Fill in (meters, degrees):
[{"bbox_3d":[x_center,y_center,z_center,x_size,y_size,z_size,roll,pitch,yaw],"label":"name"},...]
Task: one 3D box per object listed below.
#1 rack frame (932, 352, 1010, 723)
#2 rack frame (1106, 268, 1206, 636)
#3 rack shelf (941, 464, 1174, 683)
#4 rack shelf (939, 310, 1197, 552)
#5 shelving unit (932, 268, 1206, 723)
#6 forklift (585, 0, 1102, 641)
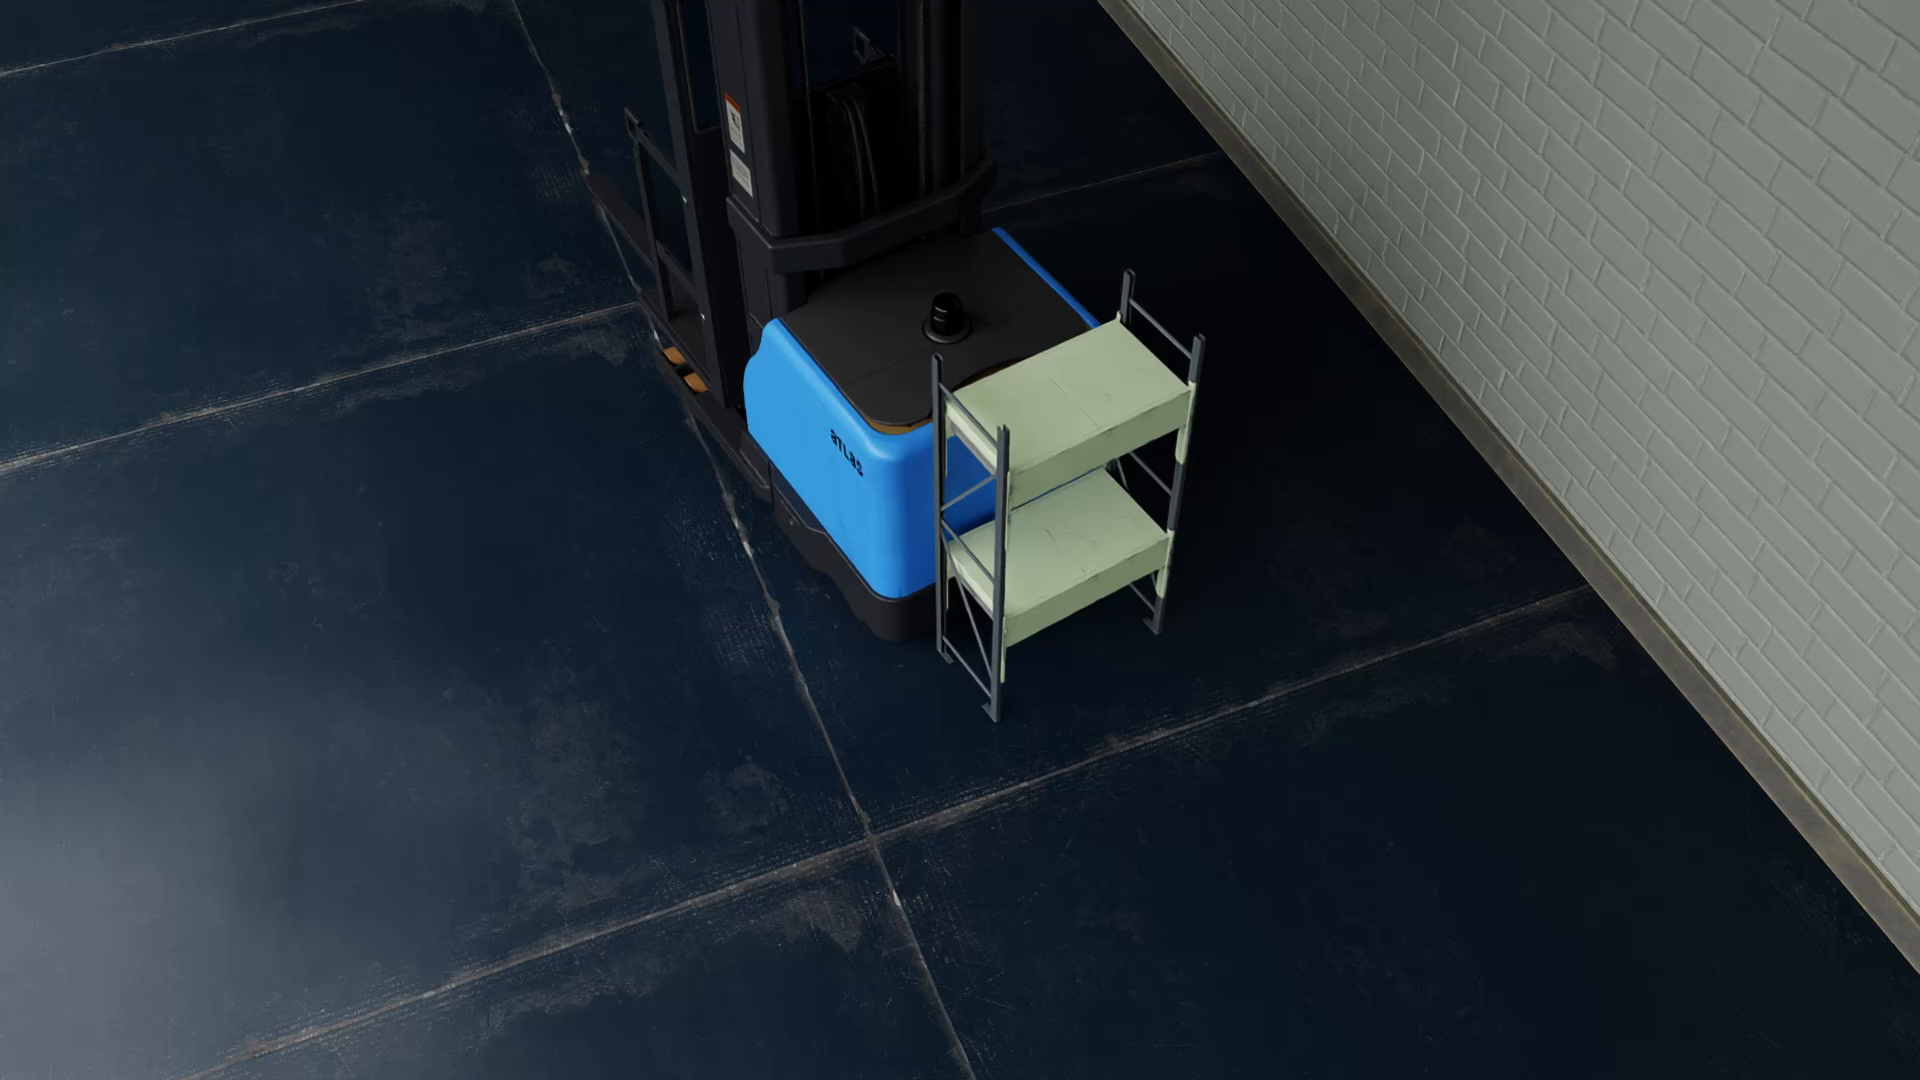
[{"bbox_3d":[0.030,0.043,5.565,0.023,1.500,0.400,-26,54,-21],"label":"rack frame"},{"bbox_3d":[0.645,-0.258,5.823,0.023,1.500,0.400,-26,54,-21],"label":"rack frame"},{"bbox_3d":[0.338,0.105,5.941,0.720,0.370,0.431,-26,54,-21],"label":"rack shelf"},{"bbox_3d":[0.338,-0.361,5.398,0.720,0.370,0.431,-26,54,-21],"label":"rack shelf"},{"bbox_3d":[0.338,-0.107,5.694,0.755,1.500,0.431,-26,54,-21],"label":"shelving unit"},{"bbox_3d":[-0.649,-1.680,6.102,1.130,2.935,3.031,-26,54,-21],"label":"forklift"}]
